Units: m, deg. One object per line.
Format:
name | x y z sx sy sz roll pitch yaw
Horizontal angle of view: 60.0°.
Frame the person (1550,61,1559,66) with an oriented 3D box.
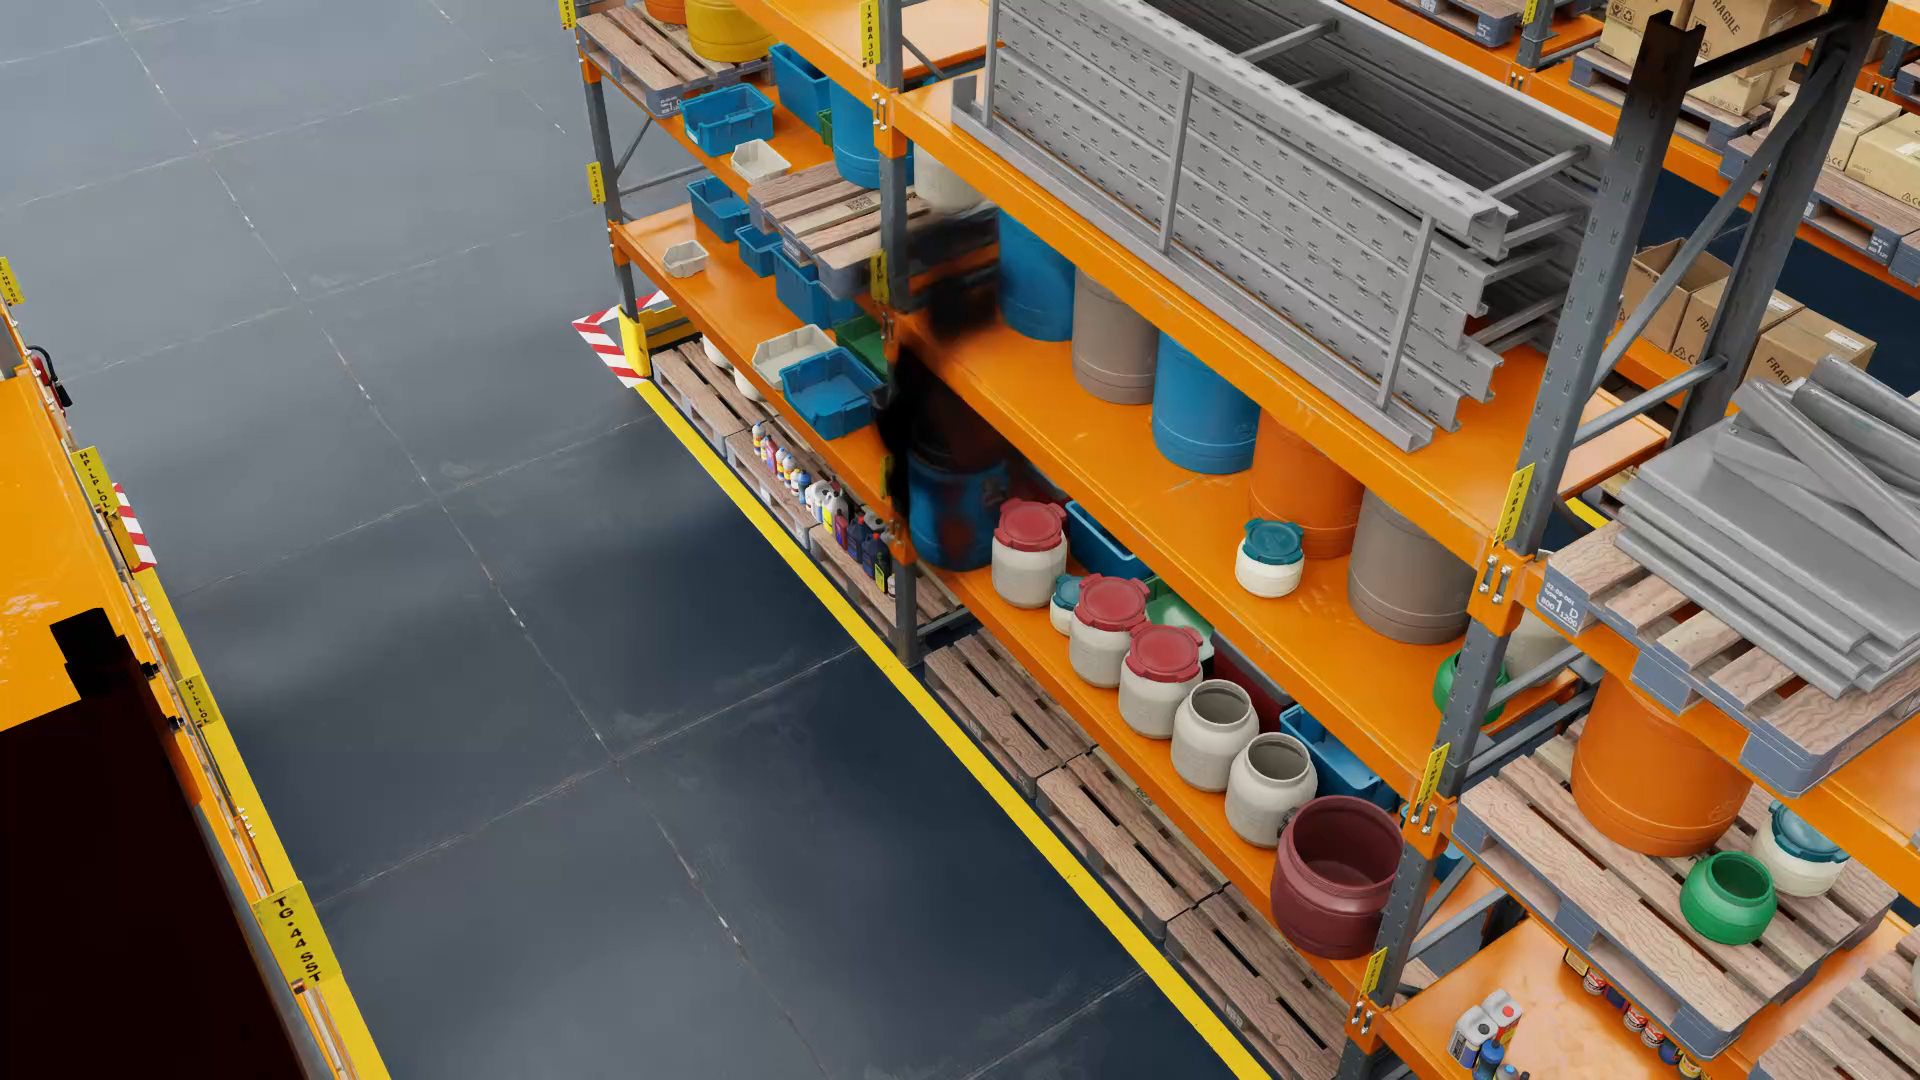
person | 5.085 -3.571 14.491 0.587 1.581 0.607 25 48 25
